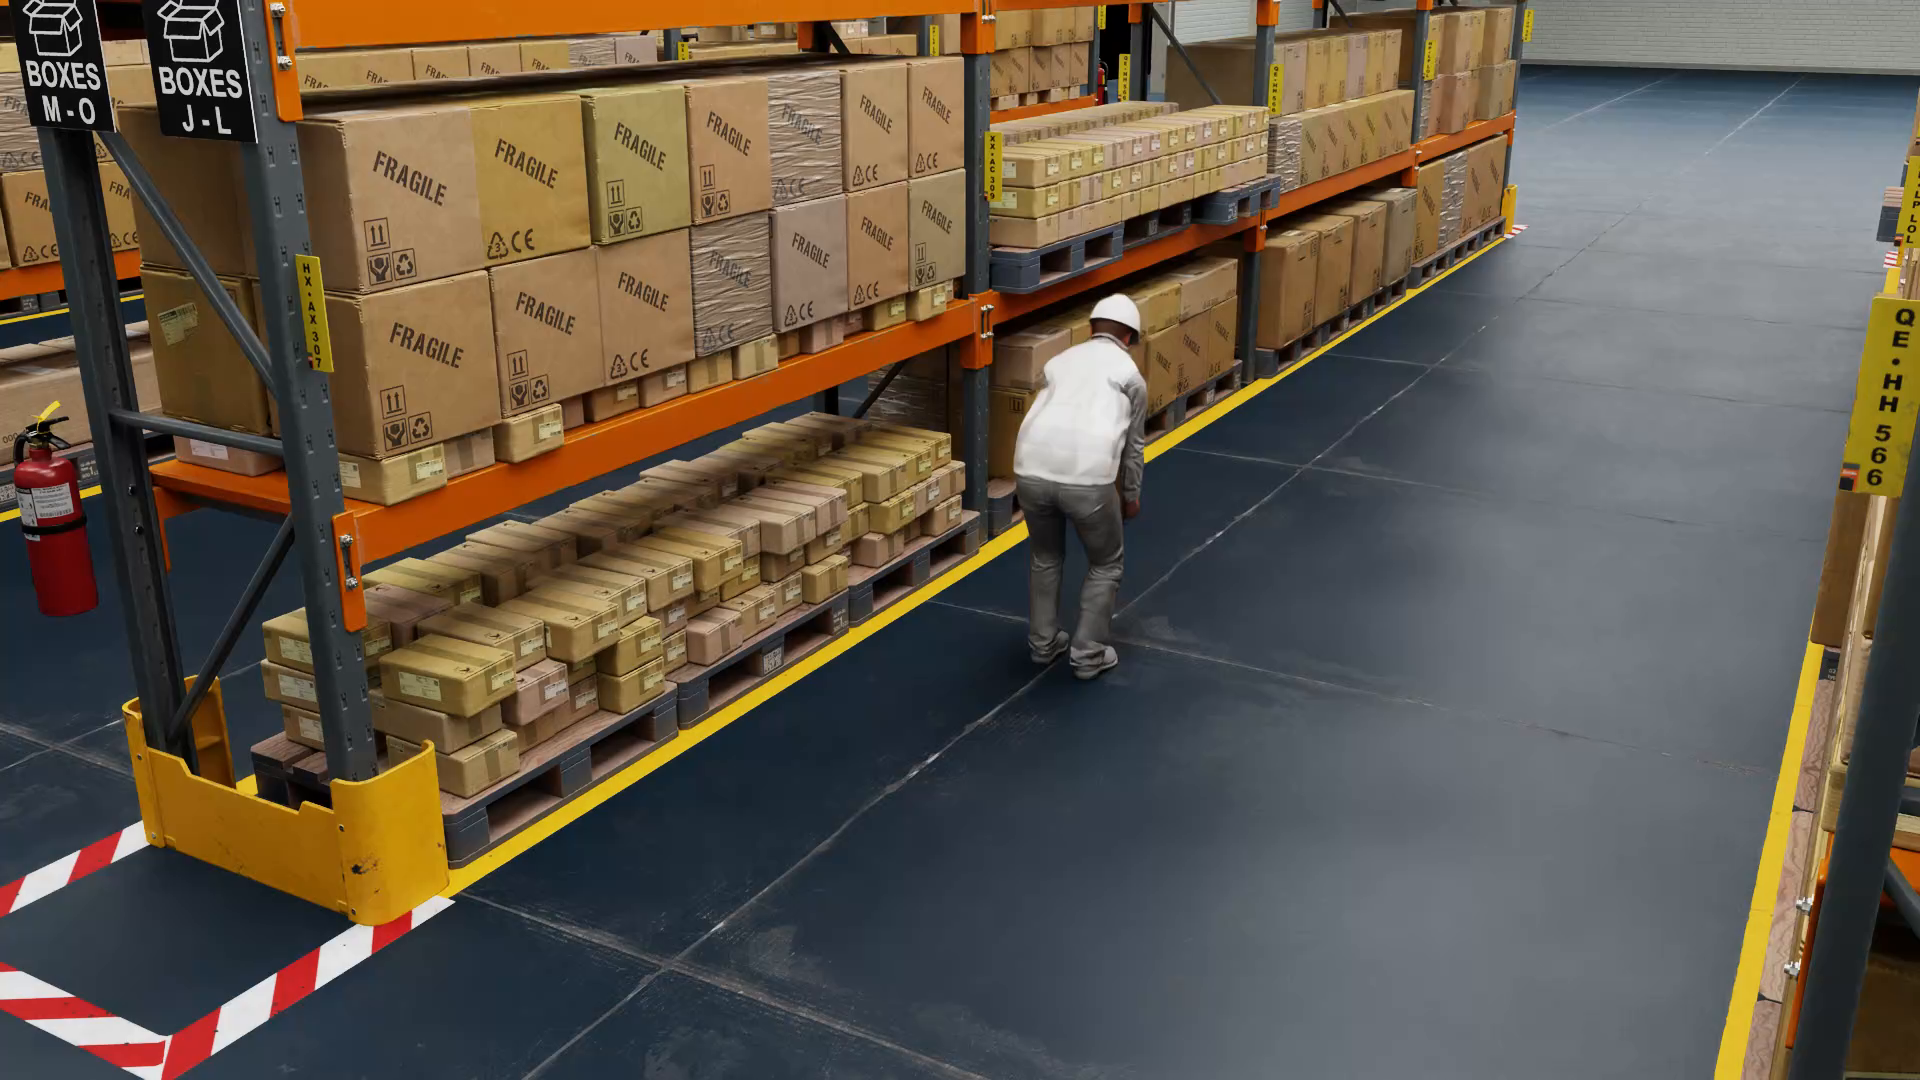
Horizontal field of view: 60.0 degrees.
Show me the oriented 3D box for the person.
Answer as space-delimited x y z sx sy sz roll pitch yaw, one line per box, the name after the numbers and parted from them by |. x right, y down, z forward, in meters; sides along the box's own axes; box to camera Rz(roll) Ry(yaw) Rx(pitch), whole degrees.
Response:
0.536 -0.239 7.089 0.474 1.527 0.840 10 22 26 | person
